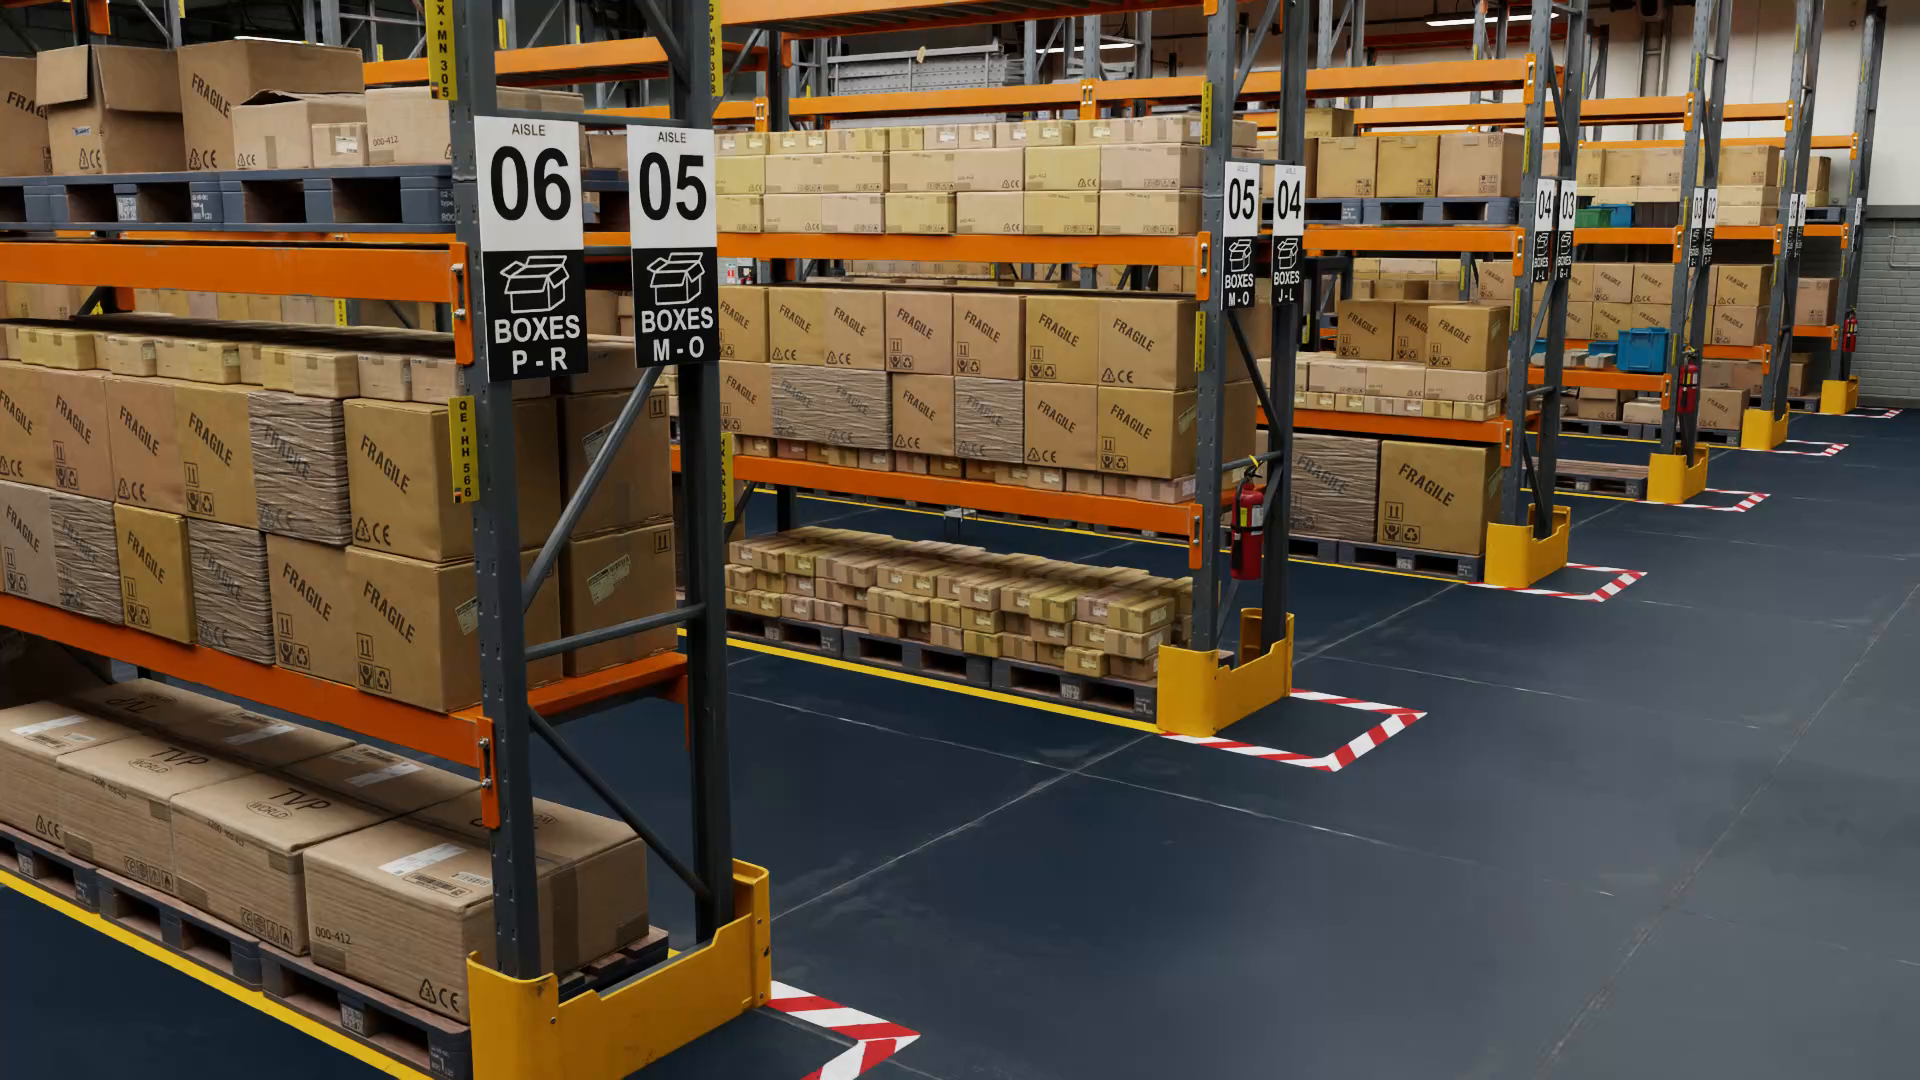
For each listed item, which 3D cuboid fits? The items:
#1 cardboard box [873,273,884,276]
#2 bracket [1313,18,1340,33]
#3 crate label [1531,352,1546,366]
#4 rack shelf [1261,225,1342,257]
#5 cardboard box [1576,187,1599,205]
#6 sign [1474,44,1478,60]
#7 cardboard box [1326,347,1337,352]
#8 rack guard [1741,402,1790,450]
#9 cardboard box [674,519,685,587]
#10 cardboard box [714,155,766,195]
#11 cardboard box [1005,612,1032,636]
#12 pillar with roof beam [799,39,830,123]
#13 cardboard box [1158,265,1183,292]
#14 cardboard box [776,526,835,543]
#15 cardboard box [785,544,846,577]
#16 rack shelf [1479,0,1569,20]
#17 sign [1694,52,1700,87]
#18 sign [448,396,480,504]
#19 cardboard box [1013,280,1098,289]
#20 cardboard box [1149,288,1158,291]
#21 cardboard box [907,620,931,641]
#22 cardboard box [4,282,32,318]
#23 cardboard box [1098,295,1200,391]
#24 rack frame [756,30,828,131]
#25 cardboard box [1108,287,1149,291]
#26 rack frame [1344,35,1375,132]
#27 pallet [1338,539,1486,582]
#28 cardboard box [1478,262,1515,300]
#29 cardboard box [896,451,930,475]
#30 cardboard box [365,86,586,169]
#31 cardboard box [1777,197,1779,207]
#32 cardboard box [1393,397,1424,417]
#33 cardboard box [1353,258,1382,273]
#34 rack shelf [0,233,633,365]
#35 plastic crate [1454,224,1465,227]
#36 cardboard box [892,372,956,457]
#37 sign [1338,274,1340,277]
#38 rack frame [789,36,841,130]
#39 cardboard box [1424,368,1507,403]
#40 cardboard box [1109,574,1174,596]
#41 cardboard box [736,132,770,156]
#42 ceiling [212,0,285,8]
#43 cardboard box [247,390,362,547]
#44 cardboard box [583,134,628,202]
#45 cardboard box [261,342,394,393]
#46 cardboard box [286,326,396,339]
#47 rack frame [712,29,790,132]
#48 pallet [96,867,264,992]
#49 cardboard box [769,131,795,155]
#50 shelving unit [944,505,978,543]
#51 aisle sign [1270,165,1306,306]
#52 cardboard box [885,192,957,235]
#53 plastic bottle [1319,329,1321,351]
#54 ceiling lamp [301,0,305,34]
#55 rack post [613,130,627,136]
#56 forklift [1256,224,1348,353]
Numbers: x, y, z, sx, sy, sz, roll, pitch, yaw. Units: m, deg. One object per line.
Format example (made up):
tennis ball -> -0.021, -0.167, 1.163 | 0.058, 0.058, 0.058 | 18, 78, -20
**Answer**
cardboard box -> -1.333, -4.682, 29.582 | 0.250, 0.149, 0.380 | 7, 13, 34
bracket -> 6.611, -9.257, 29.930 | 0.430, 0.232, 0.235 | 8, 13, 36
crate label -> 6.378, -1.977, 18.107 | 0.243, 0.136, 0.396 | 8, 13, 36
rack shelf -> 2.770, -3.745, 20.705 | 4.000, 0.370, 1.077 | 8, 13, 36
cardboard box -> 8.362, -4.596, 22.291 | 0.500, 0.250, 0.500 | 8, 13, 36
sign -> 6.993, -6.554, 22.561 | 0.005, 0.325, 0.100 | 8, 13, 36
cardboard box -> 5.861, -2.775, 25.147 | 0.500, 0.250, 0.500 | 8, 13, 34
rack guard -> 10.480, -1.490, 21.634 | 0.348, 0.500, 1.175 | 8, 13, 36
cardboard box -> -2.312, 0.082, 12.402 | 0.500, 0.500, 0.500 | 8, 13, 34
cardboard box -> -1.321, -2.448, 11.186 | 0.500, 0.250, 0.500 | 9, 14, 37
cardboard box -> 0.487, 0.483, 10.471 | 0.250, 0.149, 0.380 | 8, 13, 35
pillar with roof beam -> -5.734, -8.281, 34.361 | 0.548, 9.000, 9.100 | 8, 13, 36
cardboard box -> 4.188, -5.019, 31.874 | 0.500, 0.500, 0.700 | 8, 14, 36
cardboard box -> -1.126, 0.008, 12.147 | 0.250, 0.149, 0.380 | 8, 14, 37
cardboard box -> -0.992, 0.139, 11.469 | 0.250, 0.149, 0.380 | 8, 13, 35
rack shelf -> 8.929, -7.157, 21.697 | 4.000, 0.370, 1.077 | 8, 13, 36
sign -> 7.294, -4.651, 16.451 | 0.005, 0.325, 0.100 | 8, 13, 36
sign -> -1.524, -0.278, 5.119 | 0.005, 0.325, 0.100 | 8, 13, 36
cardboard box -> 0.931, -2.254, 16.100 | 0.637, 0.503, 0.797 | 8, 13, 34
cardboard box -> 3.547, -4.838, 32.703 | 0.500, 0.250, 0.500 | 8, 14, 36
cardboard box -> -0.137, 0.547, 10.925 | 0.250, 0.149, 0.380 | 8, 14, 37
cardboard box -> -9.590, -2.628, 17.699 | 0.500, 0.550, 0.875 | 8, 13, 36
cardboard box -> 1.141, -1.144, 9.585 | 0.500, 0.500, 0.500 | 8, 13, 34
rack frame -> -1.773, -5.037, 17.595 | 0.127, 3.000, 1.000 | 8, 13, 36
cardboard box -> 2.731, -3.843, 26.954 | 0.500, 0.500, 0.500 | 7, 13, 33
rack frame -> 7.022, -7.312, 29.354 | 0.127, 3.000, 1.000 | 8, 13, 36
pallet -> 3.984, 0.099, 14.183 | 1.213, 0.211, 1.003 | 8, 13, 36
cardboard box -> 7.531, -3.602, 23.076 | 0.500, 0.500, 0.500 | 8, 14, 37
cardboard box -> -0.198, -0.525, 10.728 | 0.250, 0.149, 0.380 | 9, 14, 38
cardboard box -> -1.607, -1.366, 5.543 | 0.500, 0.250, 0.500 | 7, 13, 30
cardboard box -> 12.303, -5.222, 25.472 | 0.500, 0.250, 0.500 | 7, 13, 33
cardboard box -> 3.780, -1.116, 13.783 | 0.250, 0.149, 0.380 | 8, 14, 36
cardboard box -> 7.259, -4.846, 29.328 | 0.500, 0.250, 0.500 | 8, 14, 37
rack shelf -> -2.803, -1.019, 6.619 | 4.000, 0.370, 1.077 | 8, 13, 36
plastic crate -> 5.633, -3.659, 19.062 | 0.466, 0.136, 0.293 | 8, 13, 36
cardboard box -> -0.079, -0.822, 10.557 | 0.500, 0.500, 0.500 | 9, 14, 38
sign -> 6.709, -4.812, 29.386 | 0.005, 0.325, 0.100 | 8, 13, 36
rack frame -> -2.066, -6.245, 23.839 | 0.127, 3.000, 1.000 | 8, 13, 36
cardboard box -> 4.127, -1.278, 13.573 | 0.500, 0.250, 0.500 | 8, 13, 35
cardboard box -> 1.143, 0.334, 10.462 | 0.250, 0.149, 0.380 | 8, 14, 37
cardboard box -> -1.276, -2.629, 11.072 | 0.250, 0.149, 0.380 | 7, 13, 33
ceiling -> -18.387, -15.199, 46.430 | 6.000, 0.001, 6.000 | 8, 13, 36
cardboard box -> -2.159, -0.287, 5.941 | 0.500, 0.500, 0.500 | 8, 14, 36
cardboard box -> -2.734, -2.817, 12.641 | 0.637, 0.503, 0.797 | 8, 13, 35
cardboard box -> -2.254, -0.619, 5.948 | 0.250, 0.149, 0.380 | 8, 14, 37
cardboard box -> -2.538, -0.797, 6.867 | 0.250, 0.149, 0.380 | 8, 13, 34
rack frame -> -1.567, -3.839, 11.404 | 0.127, 3.000, 1.000 | 8, 13, 36
pallet -> -2.861, 1.479, 7.050 | 1.213, 0.211, 1.003 | 8, 13, 36
cardboard box -> -1.040, -2.609, 10.971 | 0.250, 0.149, 0.380 | 8, 13, 35
shelving unit -> 0.007, -0.441, 15.160 | 0.210, 0.900, 0.258 | 8, 13, 36
aisle sign -> 1.894, -1.758, 9.597 | 0.004, 0.787, 0.394 | 8, 13, 36
cardboard box -> -0.113, -2.025, 10.316 | 0.500, 0.250, 0.500 | 9, 14, 38
plastic bottle -> 4.339, -2.449, 20.321 | 0.133, 0.283, 0.061 | 8, 13, 36
ceiling lamp -> -15.009, -12.286, 39.695 | 0.800, 3.185, 2.000 | 8, 13, 36
rack post -> -4.756, -6.345, 25.671 | 0.954, 0.300, 0.937 | 10, 15, 42
forklift -> 3.427, -1.988, 17.808 | 1.130, 2.935, 3.031 | 8, 14, 37
